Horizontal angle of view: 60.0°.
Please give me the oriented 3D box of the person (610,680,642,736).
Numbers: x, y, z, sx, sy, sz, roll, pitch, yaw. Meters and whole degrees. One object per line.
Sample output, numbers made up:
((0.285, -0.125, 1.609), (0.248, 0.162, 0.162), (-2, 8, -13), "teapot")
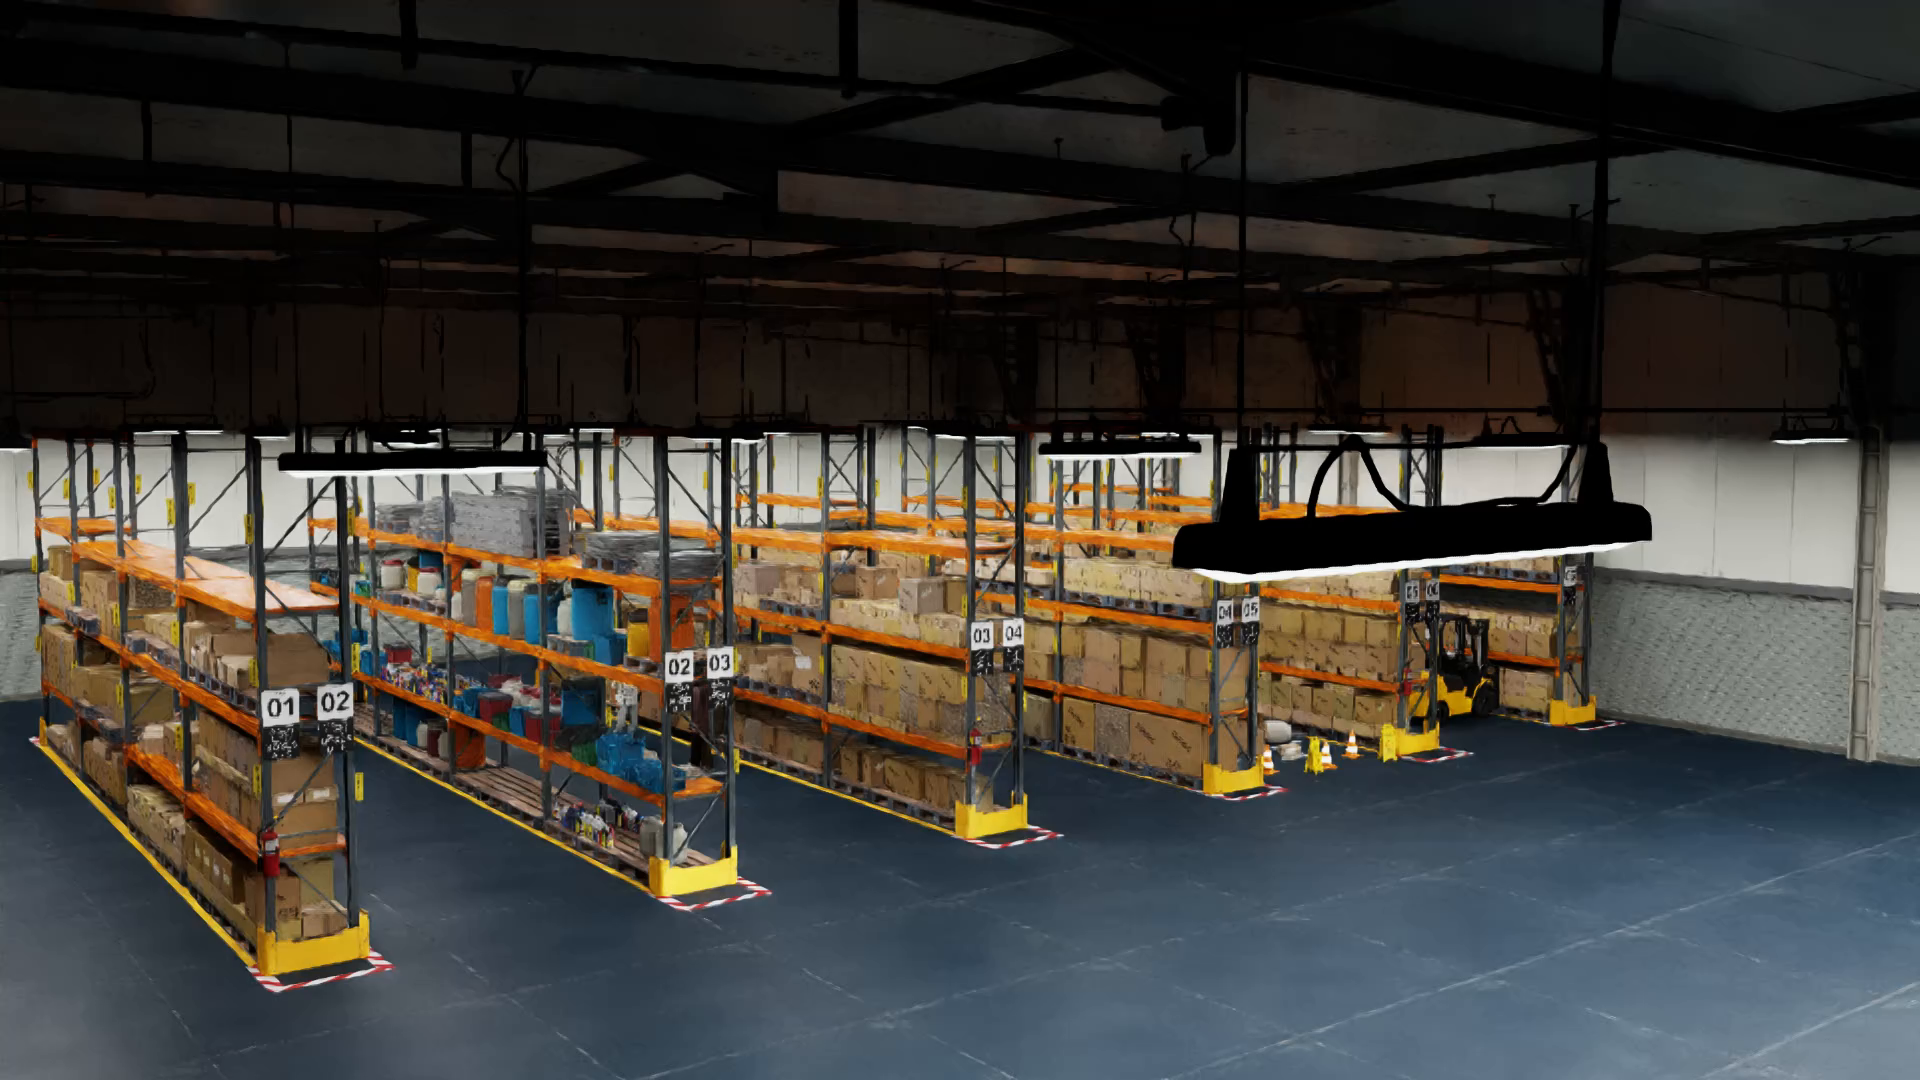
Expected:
((-6.271, 3.075, 31.353), (0.625, 1.611, 0.582), (-3, 6, -38), "person")

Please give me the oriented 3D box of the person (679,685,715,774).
((-4.599, 3.150, 28.991), (0.636, 1.775, 0.677), (0, 4, -5), "person")
